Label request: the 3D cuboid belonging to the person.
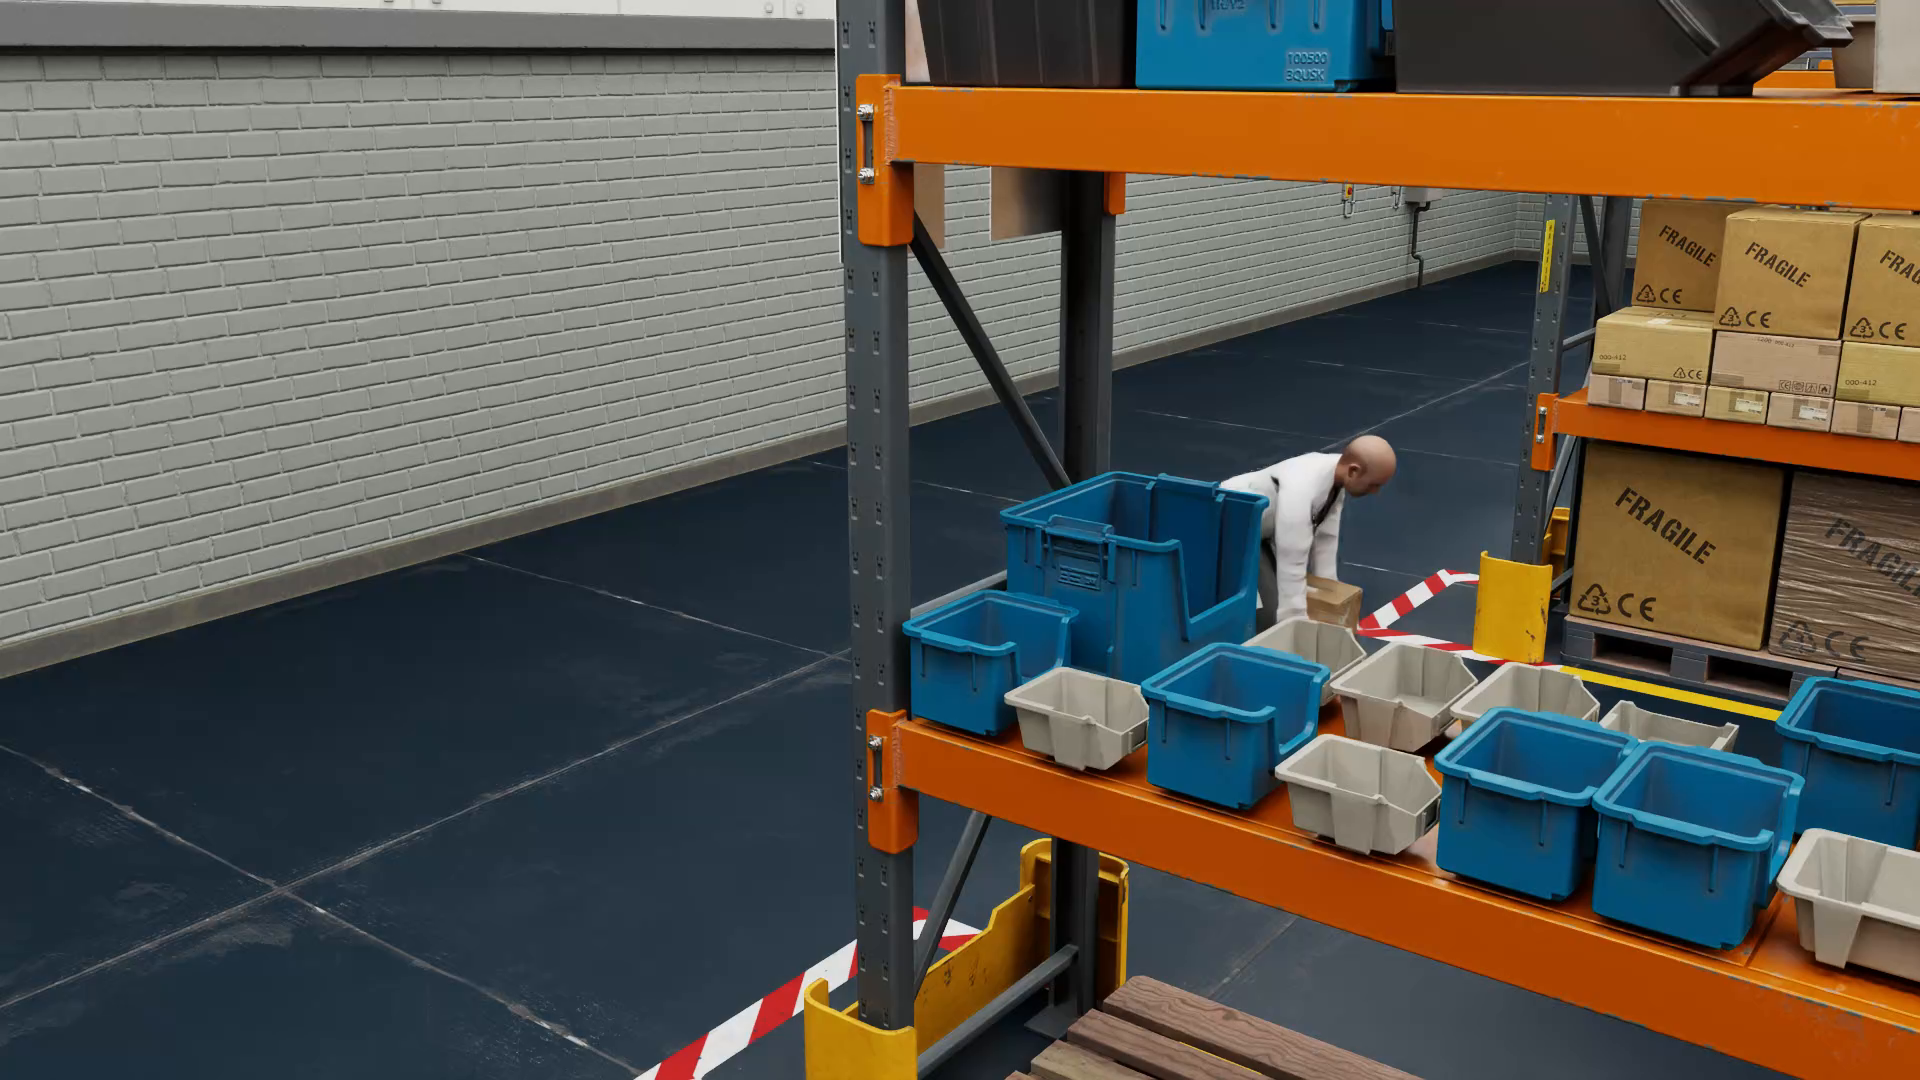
[{"bbox_3d":[1.340,0.240,6.896,0.860,1.416,0.552,11,20,34],"label":"person"}]
